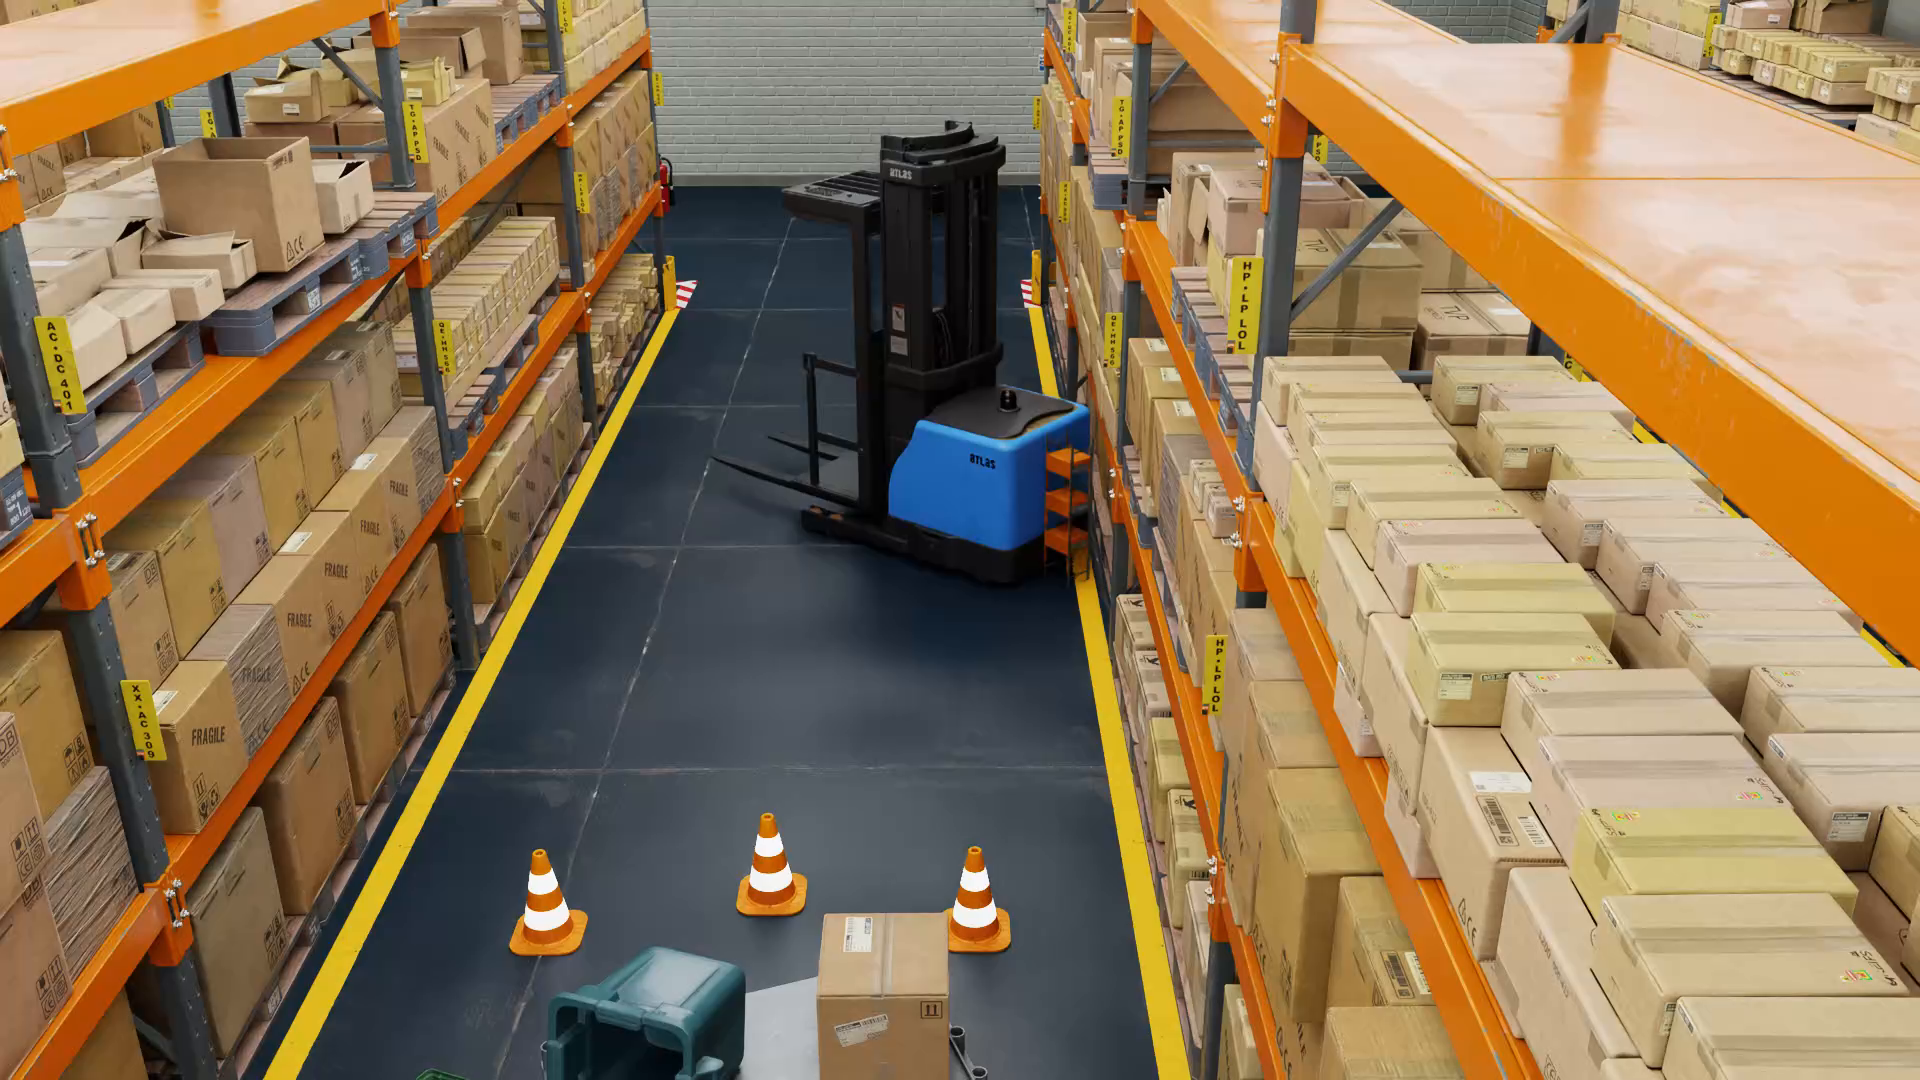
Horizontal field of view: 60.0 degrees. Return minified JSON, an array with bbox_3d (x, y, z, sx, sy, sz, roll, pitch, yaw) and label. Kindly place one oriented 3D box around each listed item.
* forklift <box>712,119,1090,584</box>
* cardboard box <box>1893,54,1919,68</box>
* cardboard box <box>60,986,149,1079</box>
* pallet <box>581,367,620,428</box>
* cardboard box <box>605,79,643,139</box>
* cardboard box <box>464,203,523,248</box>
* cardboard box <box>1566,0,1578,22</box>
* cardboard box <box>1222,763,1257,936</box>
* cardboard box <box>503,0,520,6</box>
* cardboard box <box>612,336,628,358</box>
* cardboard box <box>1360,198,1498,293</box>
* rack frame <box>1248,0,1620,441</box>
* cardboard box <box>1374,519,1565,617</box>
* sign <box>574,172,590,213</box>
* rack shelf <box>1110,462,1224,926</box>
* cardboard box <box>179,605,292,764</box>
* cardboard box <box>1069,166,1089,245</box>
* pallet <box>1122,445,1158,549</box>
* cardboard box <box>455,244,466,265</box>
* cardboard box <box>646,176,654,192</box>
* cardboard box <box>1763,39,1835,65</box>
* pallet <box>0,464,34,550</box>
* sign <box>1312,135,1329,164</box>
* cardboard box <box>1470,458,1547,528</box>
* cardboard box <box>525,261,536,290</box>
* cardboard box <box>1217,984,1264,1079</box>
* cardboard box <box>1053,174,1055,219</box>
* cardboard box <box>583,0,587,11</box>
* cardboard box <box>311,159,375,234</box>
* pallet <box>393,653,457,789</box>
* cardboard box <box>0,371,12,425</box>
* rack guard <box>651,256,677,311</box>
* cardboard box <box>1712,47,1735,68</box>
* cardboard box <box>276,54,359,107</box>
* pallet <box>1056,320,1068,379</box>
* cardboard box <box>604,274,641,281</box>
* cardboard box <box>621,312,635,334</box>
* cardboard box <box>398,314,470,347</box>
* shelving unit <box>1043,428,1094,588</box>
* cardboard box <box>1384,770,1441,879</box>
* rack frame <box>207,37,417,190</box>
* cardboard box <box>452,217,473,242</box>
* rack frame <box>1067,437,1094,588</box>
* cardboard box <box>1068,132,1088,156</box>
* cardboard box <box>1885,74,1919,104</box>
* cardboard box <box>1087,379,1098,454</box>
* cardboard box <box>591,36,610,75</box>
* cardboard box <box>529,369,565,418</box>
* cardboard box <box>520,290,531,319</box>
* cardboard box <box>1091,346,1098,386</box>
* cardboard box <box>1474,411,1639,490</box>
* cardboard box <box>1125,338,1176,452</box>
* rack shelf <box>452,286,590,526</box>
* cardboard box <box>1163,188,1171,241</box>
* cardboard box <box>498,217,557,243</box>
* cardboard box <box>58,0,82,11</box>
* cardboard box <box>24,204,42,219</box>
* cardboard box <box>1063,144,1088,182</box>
[{"bbox_3d":[-0.549,-1.511,11.918,3.031,2.935,1.130,18,30,34],"label":"forklift"},{"bbox_3d":[6.525,-3.173,11.182,0.380,0.149,0.250,0,24,1],"label":"cardboard box"},{"bbox_3d":[-3.525,2.114,5.888,0.875,0.875,0.875,0,24,0],"label":"cardboard box"},{"bbox_3d":[-3.592,-1.225,14.585,1.003,0.211,1.213,0,24,-1],"label":"pallet"},{"bbox_3d":[-3.334,-4.107,15.879,0.500,0.500,0.500,-1,24,-2],"label":"cardboard box"},{"bbox_3d":[-3.837,-2.598,13.755,0.500,0.500,0.500,0,24,0],"label":"cardboard box"},{"bbox_3d":[6.076,-4.995,15.719,0.500,0.250,0.500,0,24,0],"label":"cardboard box"},{"bbox_3d":[1.212,1.015,5.766,0.500,0.500,0.500,0,24,-1],"label":"cardboard box"},{"bbox_3d":[-3.769,-4.372,13.612,0.380,0.149,0.250,1,24,1],"label":"cardboard box"},{"bbox_3d":[-3.287,-1.797,15.417,0.380,0.149,0.250,-1,24,-2],"label":"cardboard box"},{"bbox_3d":[1.865,-1.151,6.465,0.500,0.250,0.500,-1,24,-2],"label":"cardboard box"},{"bbox_3d":[1.486,-1.719,5.015,1.000,3.000,0.127,0,24,-1],"label":"rack frame"},{"bbox_3d":[1.232,0.066,4.044,0.380,0.149,0.250,-1,24,-1],"label":"cardboard box"},{"bbox_3d":[-2.995,-2.750,13.169,0.100,0.325,0.005,0,24,-1],"label":"sign"},{"bbox_3d":[1.464,0.518,8.222,1.077,0.370,4.000,0,24,-1],"label":"rack shelf"},{"bbox_3d":[-3.205,0.606,7.031,0.500,0.500,0.500,0,24,0],"label":"cardboard box"},{"bbox_3d":[1.116,-2.601,12.910,0.500,0.500,0.500,0,24,0],"label":"cardboard box"},{"bbox_3d":[1.557,-0.254,9.287,1.213,0.211,1.003,0,24,-1],"label":"pallet"},{"bbox_3d":[-4.000,-2.160,12.703,0.380,0.149,0.250,-1,24,-2],"label":"cardboard box"},{"bbox_3d":[-3.307,-3.619,16.801,0.380,0.149,0.250,0,24,0],"label":"cardboard box"},{"bbox_3d":[5.991,-3.486,11.873,0.380,0.149,0.250,-1,24,-1],"label":"cardboard box"},{"bbox_3d":[-3.464,0.089,4.765,1.003,0.211,1.213,0,24,-1],"label":"pallet"},{"bbox_3d":[1.985,-2.238,9.175,0.100,0.325,0.005,0,24,-1],"label":"sign"},{"bbox_3d":[1.767,-0.031,4.743,0.500,0.250,0.500,-1,24,-1],"label":"cardboard box"},{"bbox_3d":[-3.337,-1.945,12.227,0.380,0.149,0.250,-1,24,-2],"label":"cardboard box"},{"bbox_3d":[1.223,1.978,6.037,0.500,0.500,0.500,1,24,2],"label":"cardboard box"},{"bbox_3d":[1.117,-3.153,15.343,0.500,0.500,0.500,1,24,1],"label":"cardboard box"},{"bbox_3d":[-3.320,-4.477,13.843,0.380,0.149,0.250,-1,24,-2],"label":"cardboard box"},{"bbox_3d":[-3.195,-1.704,8.098,0.500,0.311,0.500,0,24,-1],"label":"cardboard box"},{"bbox_3d":[-3.573,1.025,9.610,1.003,0.211,1.213,0,24,-1],"label":"pallet"},{"bbox_3d":[-3.200,-0.391,4.909,0.500,0.250,0.500,-1,24,-1],"label":"cardboard box"},{"bbox_3d":[-3.592,-2.697,17.489,1.175,0.500,0.348,0,24,-1],"label":"rack guard"},{"bbox_3d":[5.968,-3.671,12.643,0.380,0.149,0.250,0,24,0],"label":"cardboard box"},{"bbox_3d":[-3.791,-2.708,9.791,0.396,0.266,0.258,0,24,-1],"label":"cardboard box"},{"bbox_3d":[1.453,-1.830,15.923,1.003,0.211,1.213,0,24,-1],"label":"pallet"},{"bbox_3d":[-3.319,-2.496,16.241,0.380,0.149,0.250,-1,24,-3],"label":"cardboard box"},{"bbox_3d":[-3.261,-2.032,15.575,0.380,0.149,0.250,0,24,0],"label":"cardboard box"},{"bbox_3d":[-3.321,-1.321,10.488,0.380,0.149,0.250,0,24,-1],"label":"cardboard box"},{"bbox_3d":[0.737,-0.217,11.335,0.215,1.050,0.252,-18,30,-35],"label":"shelving unit"},{"bbox_3d":[1.185,0.631,3.762,0.380,0.149,0.250,-1,24,-1],"label":"cardboard box"},{"bbox_3d":[-3.506,-3.304,8.518,1.000,3.000,0.127,0,24,-1],"label":"rack frame"},{"bbox_3d":[-4.005,-2.402,12.878,0.380,0.149,0.250,1,24,2],"label":"cardboard box"},{"bbox_3d":[0.814,-0.179,11.248,0.200,1.050,0.008,-18,30,-35],"label":"rack frame"},{"bbox_3d":[1.077,-3.205,13.457,0.380,0.149,0.250,-1,24,-2],"label":"cardboard box"},{"bbox_3d":[6.097,-2.845,10.481,0.380,0.149,0.250,-1,24,-2],"label":"cardboard box"},{"bbox_3d":[1.486,-1.251,13.327,0.875,0.875,0.875,0,24,1],"label":"cardboard box"},{"bbox_3d":[-3.291,-4.130,14.167,0.500,0.250,0.500,1,24,2],"label":"cardboard box"},{"bbox_3d":[-3.296,-1.095,12.528,0.500,0.250,0.500,1,24,2],"label":"cardboard box"},{"bbox_3d":[-3.332,-1.705,12.059,0.380,0.149,0.250,-1,24,-3],"label":"cardboard box"},{"bbox_3d":[1.167,-1.191,11.309,0.500,0.250,0.500,0,24,-1],"label":"cardboard box"},{"bbox_3d":[1.701,-0.258,4.760,0.380,0.149,0.250,0,24,1],"label":"cardboard box"},{"bbox_3d":[1.216,-0.820,9.315,0.500,0.500,0.500,-1,24,-2],"label":"cardboard box"},{"bbox_3d":[-3.528,-1.067,11.725,1.077,0.370,4.000,0,24,-1],"label":"rack shelf"},{"bbox_3d":[1.279,-1.704,8.784,0.396,0.266,0.258,0,24,-1],"label":"cardboard box"},{"bbox_3d":[-3.350,-2.402,12.878,0.380,0.149,0.250,1,24,2],"label":"cardboard box"},{"bbox_3d":[-8.609,-5.089,15.353,0.700,0.500,0.500,-1,24,-2],"label":"cardboard box"},{"bbox_3d":[-8.254,-2.705,14.295,0.500,0.250,0.500,0,24,-1],"label":"cardboard box"},{"bbox_3d":[1.118,-2.977,13.741,0.500,0.500,0.500,0,24,-1],"label":"cardboard box"}]
